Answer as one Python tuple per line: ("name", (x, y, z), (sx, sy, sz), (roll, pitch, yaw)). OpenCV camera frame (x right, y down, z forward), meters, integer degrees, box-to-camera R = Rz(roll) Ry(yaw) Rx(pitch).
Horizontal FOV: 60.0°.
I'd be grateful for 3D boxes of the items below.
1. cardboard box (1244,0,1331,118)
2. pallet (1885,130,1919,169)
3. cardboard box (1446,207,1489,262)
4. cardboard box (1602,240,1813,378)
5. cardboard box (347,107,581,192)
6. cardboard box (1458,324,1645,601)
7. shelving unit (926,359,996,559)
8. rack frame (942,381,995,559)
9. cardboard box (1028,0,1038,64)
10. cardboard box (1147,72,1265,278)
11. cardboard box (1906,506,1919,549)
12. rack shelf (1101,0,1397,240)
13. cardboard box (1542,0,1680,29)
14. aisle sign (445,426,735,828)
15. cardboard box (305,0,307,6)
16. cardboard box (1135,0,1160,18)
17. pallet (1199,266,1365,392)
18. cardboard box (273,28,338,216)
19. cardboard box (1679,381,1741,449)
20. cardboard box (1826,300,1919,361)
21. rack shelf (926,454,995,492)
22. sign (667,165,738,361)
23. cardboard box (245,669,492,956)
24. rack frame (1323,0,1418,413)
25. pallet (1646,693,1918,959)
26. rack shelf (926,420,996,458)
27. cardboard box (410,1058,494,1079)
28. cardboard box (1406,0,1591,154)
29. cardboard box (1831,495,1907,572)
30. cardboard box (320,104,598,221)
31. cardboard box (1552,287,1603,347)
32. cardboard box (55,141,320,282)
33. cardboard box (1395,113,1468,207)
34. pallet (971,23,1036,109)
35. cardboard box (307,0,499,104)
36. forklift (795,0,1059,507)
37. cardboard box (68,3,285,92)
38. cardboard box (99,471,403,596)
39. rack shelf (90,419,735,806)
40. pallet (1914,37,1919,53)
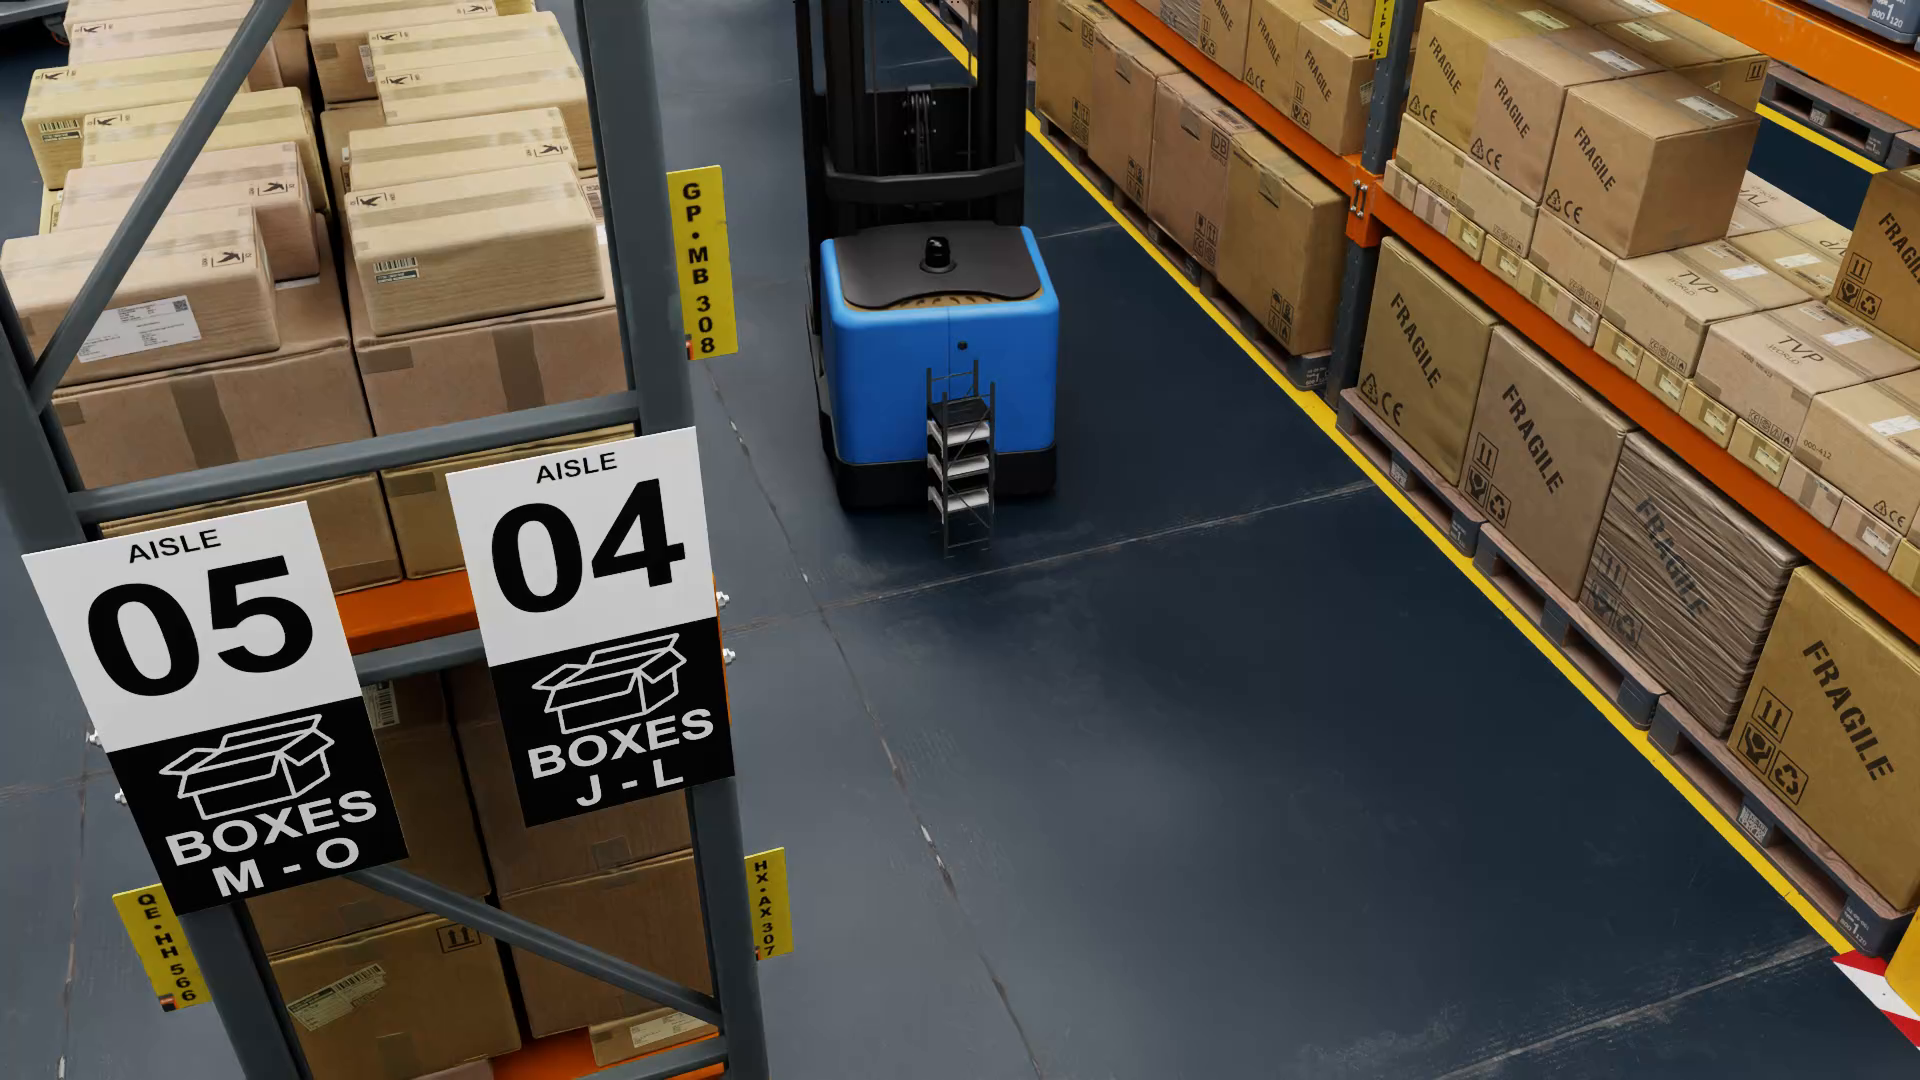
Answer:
("cardboard box", (1.815, -2.526, 8.527), (0.500, 0.500, 0.500), (-11, 38, -15))
("pallet", (6.820, -2.354, 10.699), (1.003, 0.211, 1.213), (-12, 39, -16))
("cardboard box", (2.367, -1.364, 7.277), (0.380, 0.149, 0.250), (-11, 38, -14))
("cardboard box", (2.824, -0.883, 6.307), (0.500, 0.250, 0.500), (-12, 39, -16))
("cardboard box", (-0.888, -0.643, 2.995), (0.380, 0.149, 0.250), (-11, 38, -14))
("cardboard box", (2.858, -0.419, 7.230), (0.875, 0.875, 0.875), (-12, 39, -16))
("shelving unit", (0.003, -0.355, 7.473), (0.258, 0.900, 0.210), (-12, 39, -16))
("rack frame", (0.038, -0.297, 7.397), (0.240, 0.900, 0.006), (-12, 39, -16))
("cardboard box", (0.770, -3.809, 12.025), (0.700, 0.500, 0.500), (-14, 39, -18))
("cardboard box", (1.849, -2.179, 9.566), (1.225, 0.875, 0.875), (-14, 39, -18))
("cardboard box", (3.357, -0.016, 5.155), (0.500, 0.250, 0.500), (-13, 39, -17))
("rack shelf", (1.708, -2.840, 9.625), (1.077, 0.370, 4.000), (-12, 39, -16))
("cardboard box", (2.806, -2.152, 7.368), (0.500, 0.500, 0.500), (-11, 38, -15))
("aisle sign", (-0.612, 0.173, 2.867), (0.394, 0.787, 0.004), (-12, 39, -16))
("cardboard box", (-1.546, -1.568, 4.554), (0.500, 0.250, 0.500), (-11, 38, -14))
("cardboard box", (1.291, -3.387, 9.670), (0.500, 0.500, 0.500), (-13, 39, -17))
("pallet", (2.060, -1.304, 9.306), (1.003, 0.211, 1.213), (-12, 39, -16))
("cardboard box", (-1.667, -0.892, 3.657), (0.500, 0.250, 0.500), (-12, 39, -15))
("cardboard box", (2.898, -0.494, 6.121), (0.380, 0.149, 0.250), (-12, 39, -16))
("cardboard box", (3.506, -0.701, 6.065), (0.500, 0.250, 0.500), (-14, 39, -17))
("rack shelf", (0.003, -0.328, 7.493), (0.258, 0.077, 0.200), (-12, 39, -16))
("sign", (-0.410, -0.428, 2.605), (0.100, 0.325, 0.005), (-12, 39, -16))
("cardboard box", (-1.310, 0.467, 3.476), (0.500, 0.500, 0.500), (-13, 39, -17))
("rack frame", (2.396, -1.998, 7.909), (1.000, 3.000, 0.127), (-12, 39, -16))
("pallet", (3.424, 0.940, 6.326), (1.003, 0.211, 1.213), (-12, 39, -16))
("rack shelf", (0.003, -0.472, 7.385), (0.258, 0.077, 0.200), (-12, 39, -16))
("cardboard box", (-1.297, 1.207, 3.864), (0.380, 0.149, 0.250), (-12, 39, -16))
("cardboard box", (2.321, -2.032, 7.209), (0.500, 0.500, 0.500), (-12, 39, -16))
("cardboard box", (3.164, -0.060, 5.545), (0.380, 0.149, 0.250), (-12, 39, -16))
("cardboard box", (-1.007, -0.702, 3.405), (0.500, 0.250, 0.500), (-13, 39, -17))
("cardboard box", (2.632, -0.929, 6.699), (0.380, 0.149, 0.250), (-12, 39, -15))
("cardboard box", (-1.322, -0.547, 2.868), (0.380, 0.149, 0.250), (-12, 39, -15))
("cardboard box", (2.312, -1.737, 7.440), (0.500, 0.250, 0.500), (-13, 39, -17))
("pallet", (0.752, -3.585, 12.334), (1.003, 0.211, 1.213), (-12, 39, -16))
("cardboard box", (-1.183, -1.073, 3.566), (0.380, 0.149, 0.250), (-11, 38, -15))
("forklift", (-0.258, -2.205, 8.241), (1.130, 2.935, 3.031), (-5, 37, -6))
("cardboard box", (-1.614, -0.979, 3.441), (0.380, 0.149, 0.250), (-13, 39, -17))
("cardboard box", (-1.324, -0.108, 3.032), (0.500, 0.250, 0.500), (-13, 39, -17))
("rack shelf", (-1.607, -0.809, 4.435), (1.077, 0.370, 4.000), (-12, 39, -16))
("pallet", (3.508, -1.318, 4.587), (1.003, 0.211, 1.213), (-12, 39, -16))
